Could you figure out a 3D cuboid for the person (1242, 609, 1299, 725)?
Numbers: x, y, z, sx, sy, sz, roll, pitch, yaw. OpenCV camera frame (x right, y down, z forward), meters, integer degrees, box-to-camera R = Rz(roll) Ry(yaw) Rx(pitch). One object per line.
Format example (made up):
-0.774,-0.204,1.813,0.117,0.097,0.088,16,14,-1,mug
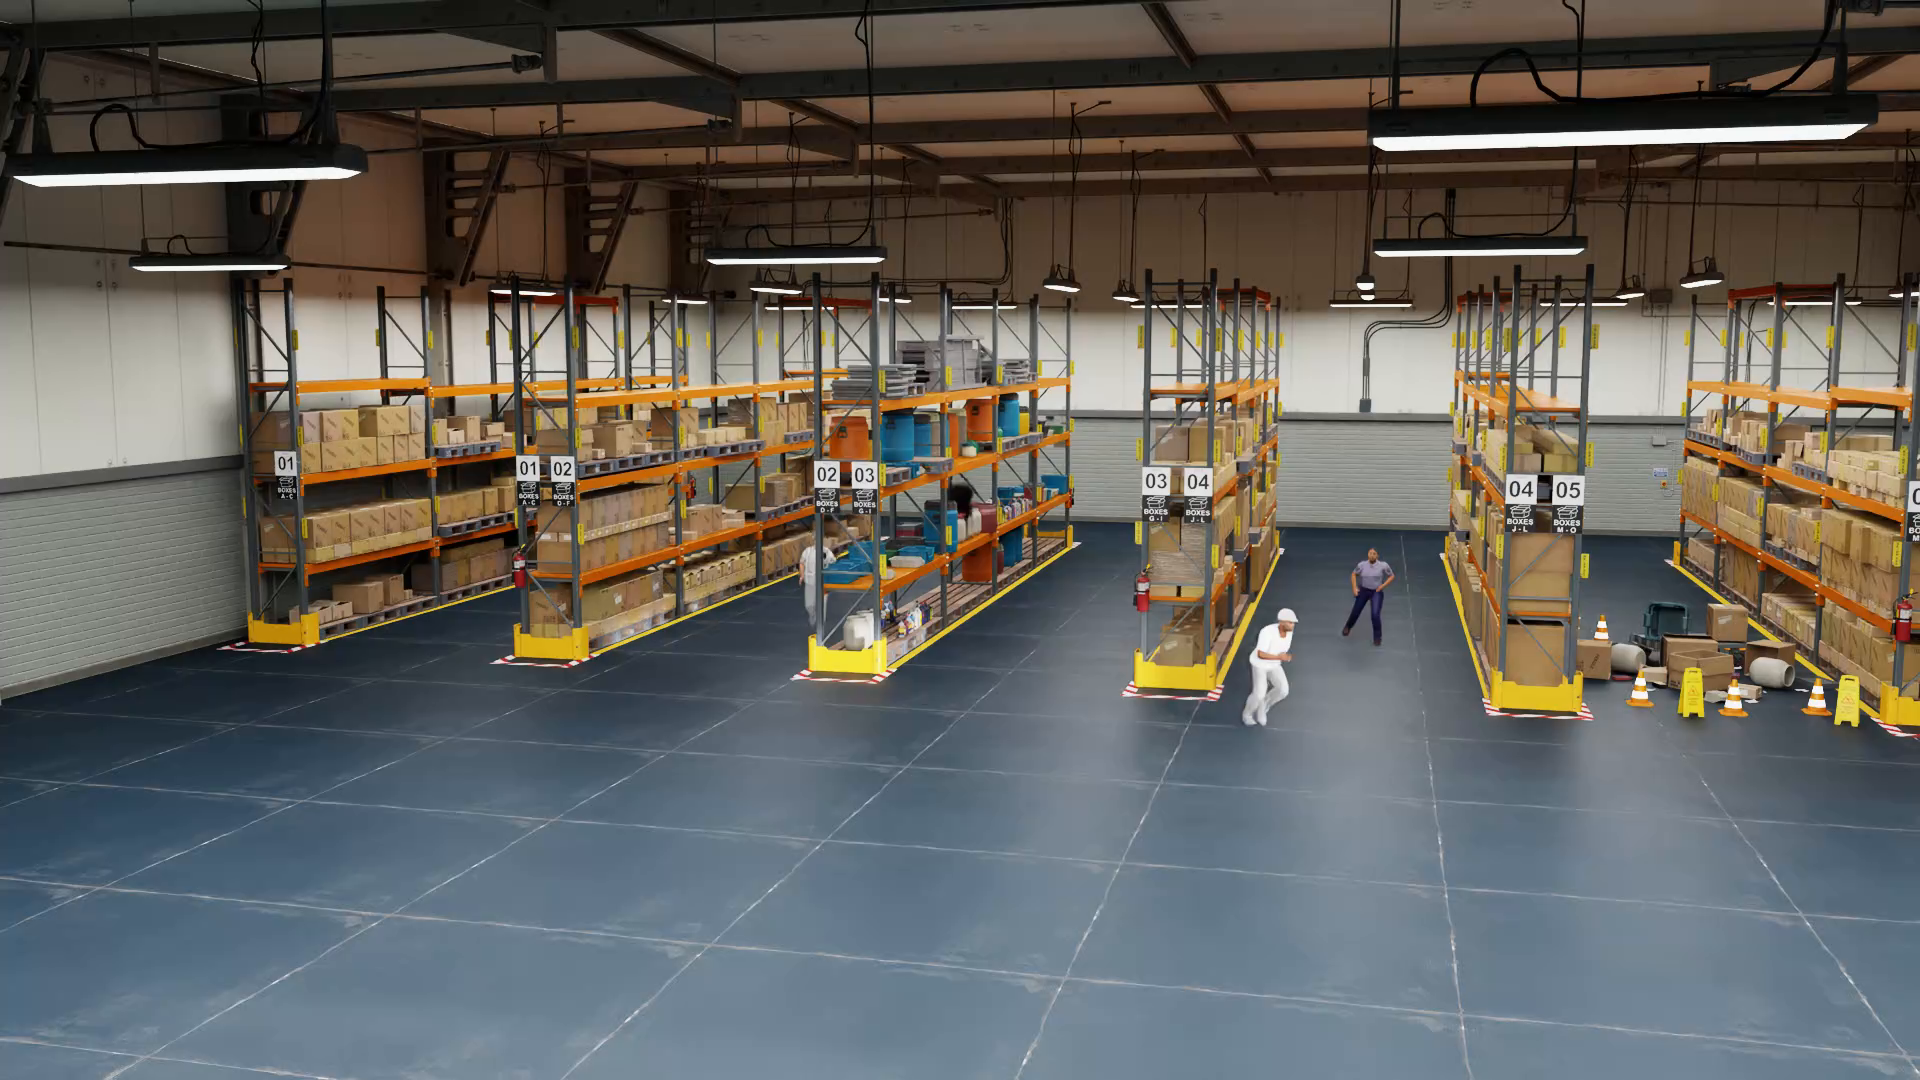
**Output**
4.033,1.638,21.438,0.740,1.588,0.913,-5,9,-37,person

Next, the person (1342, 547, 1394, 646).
6.772,0.930,27.619,0.838,1.653,0.660,2,7,18,person

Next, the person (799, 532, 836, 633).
-2.428,0.712,28.194,0.656,1.740,0.601,0,7,4,person
